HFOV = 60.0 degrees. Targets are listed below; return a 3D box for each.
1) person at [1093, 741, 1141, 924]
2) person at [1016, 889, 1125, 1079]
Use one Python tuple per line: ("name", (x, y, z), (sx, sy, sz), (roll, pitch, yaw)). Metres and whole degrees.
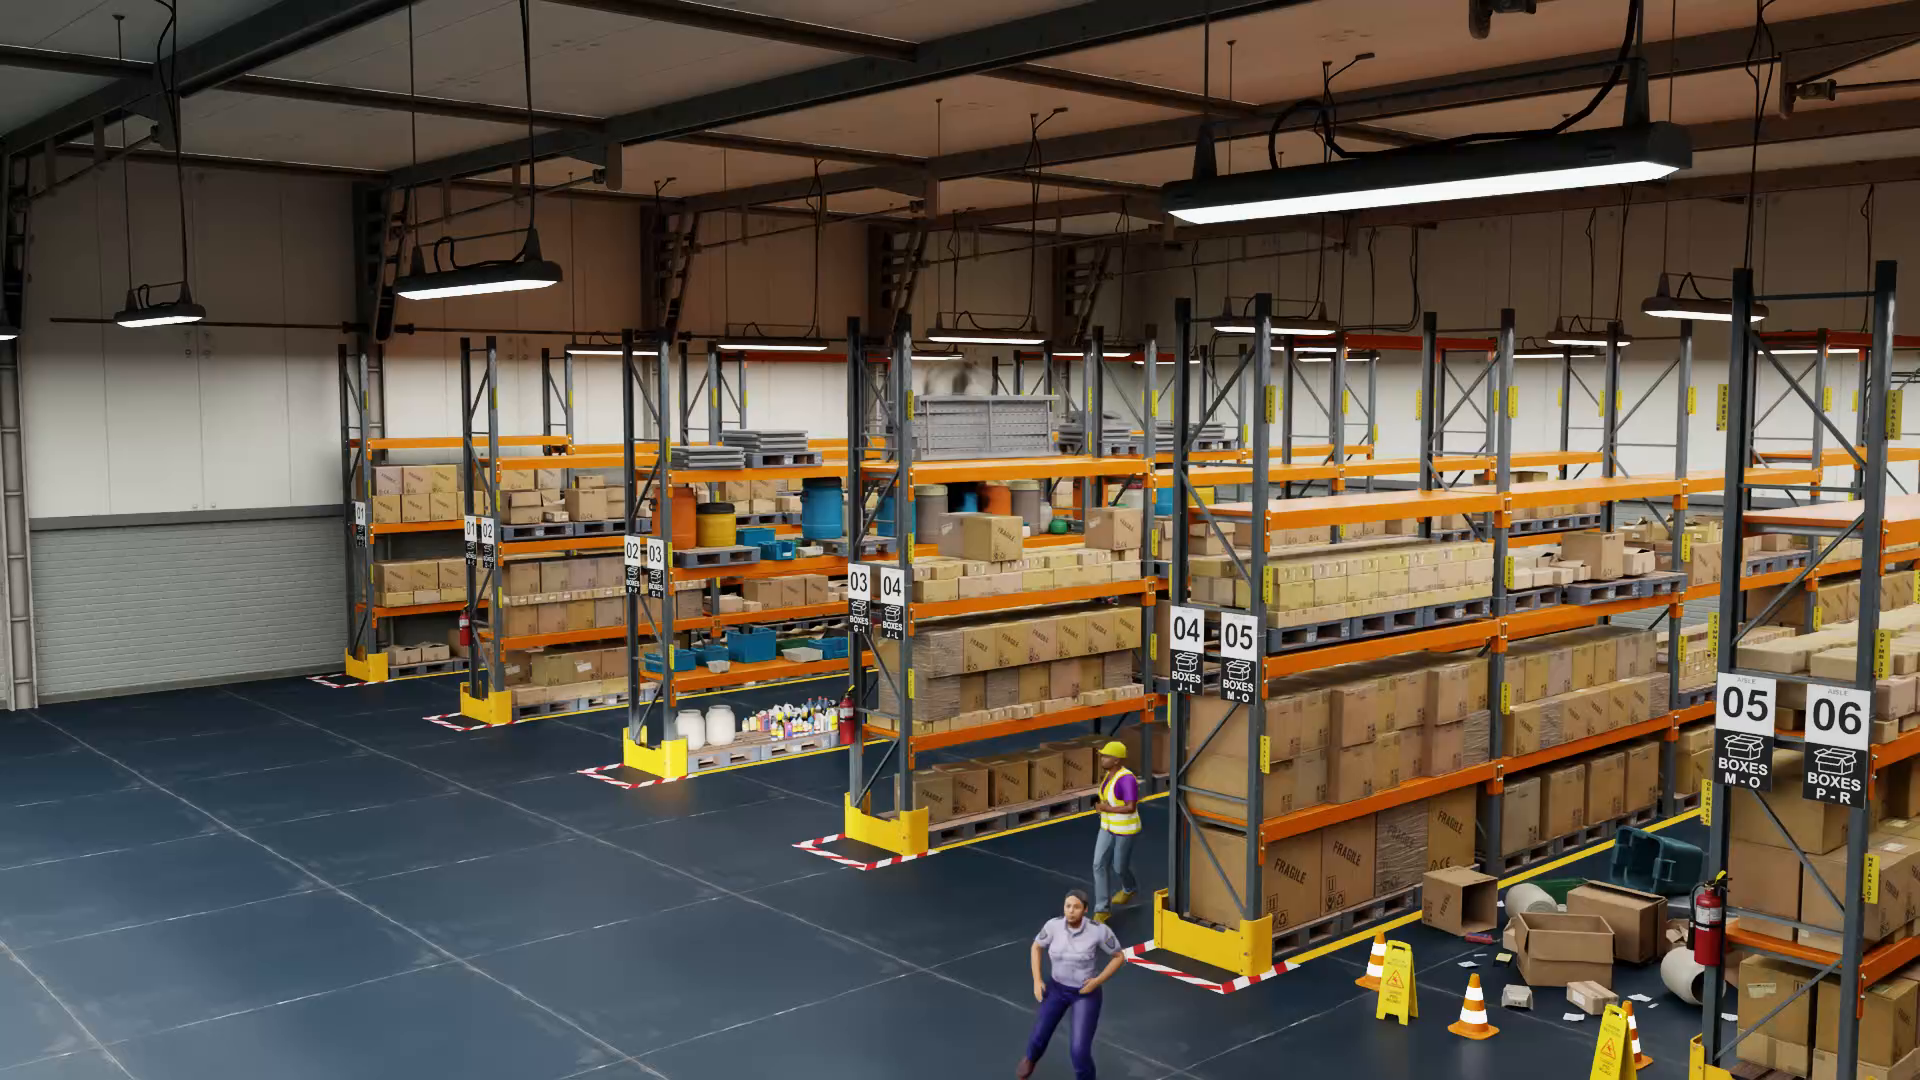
("person", (1.497, 2.847, 16.234), (0.850, 1.781, 0.765), (-4, 6, -37))
("person", (0.776, 3.407, 12.066), (0.838, 1.469, 0.660), (2, 5, 16))
